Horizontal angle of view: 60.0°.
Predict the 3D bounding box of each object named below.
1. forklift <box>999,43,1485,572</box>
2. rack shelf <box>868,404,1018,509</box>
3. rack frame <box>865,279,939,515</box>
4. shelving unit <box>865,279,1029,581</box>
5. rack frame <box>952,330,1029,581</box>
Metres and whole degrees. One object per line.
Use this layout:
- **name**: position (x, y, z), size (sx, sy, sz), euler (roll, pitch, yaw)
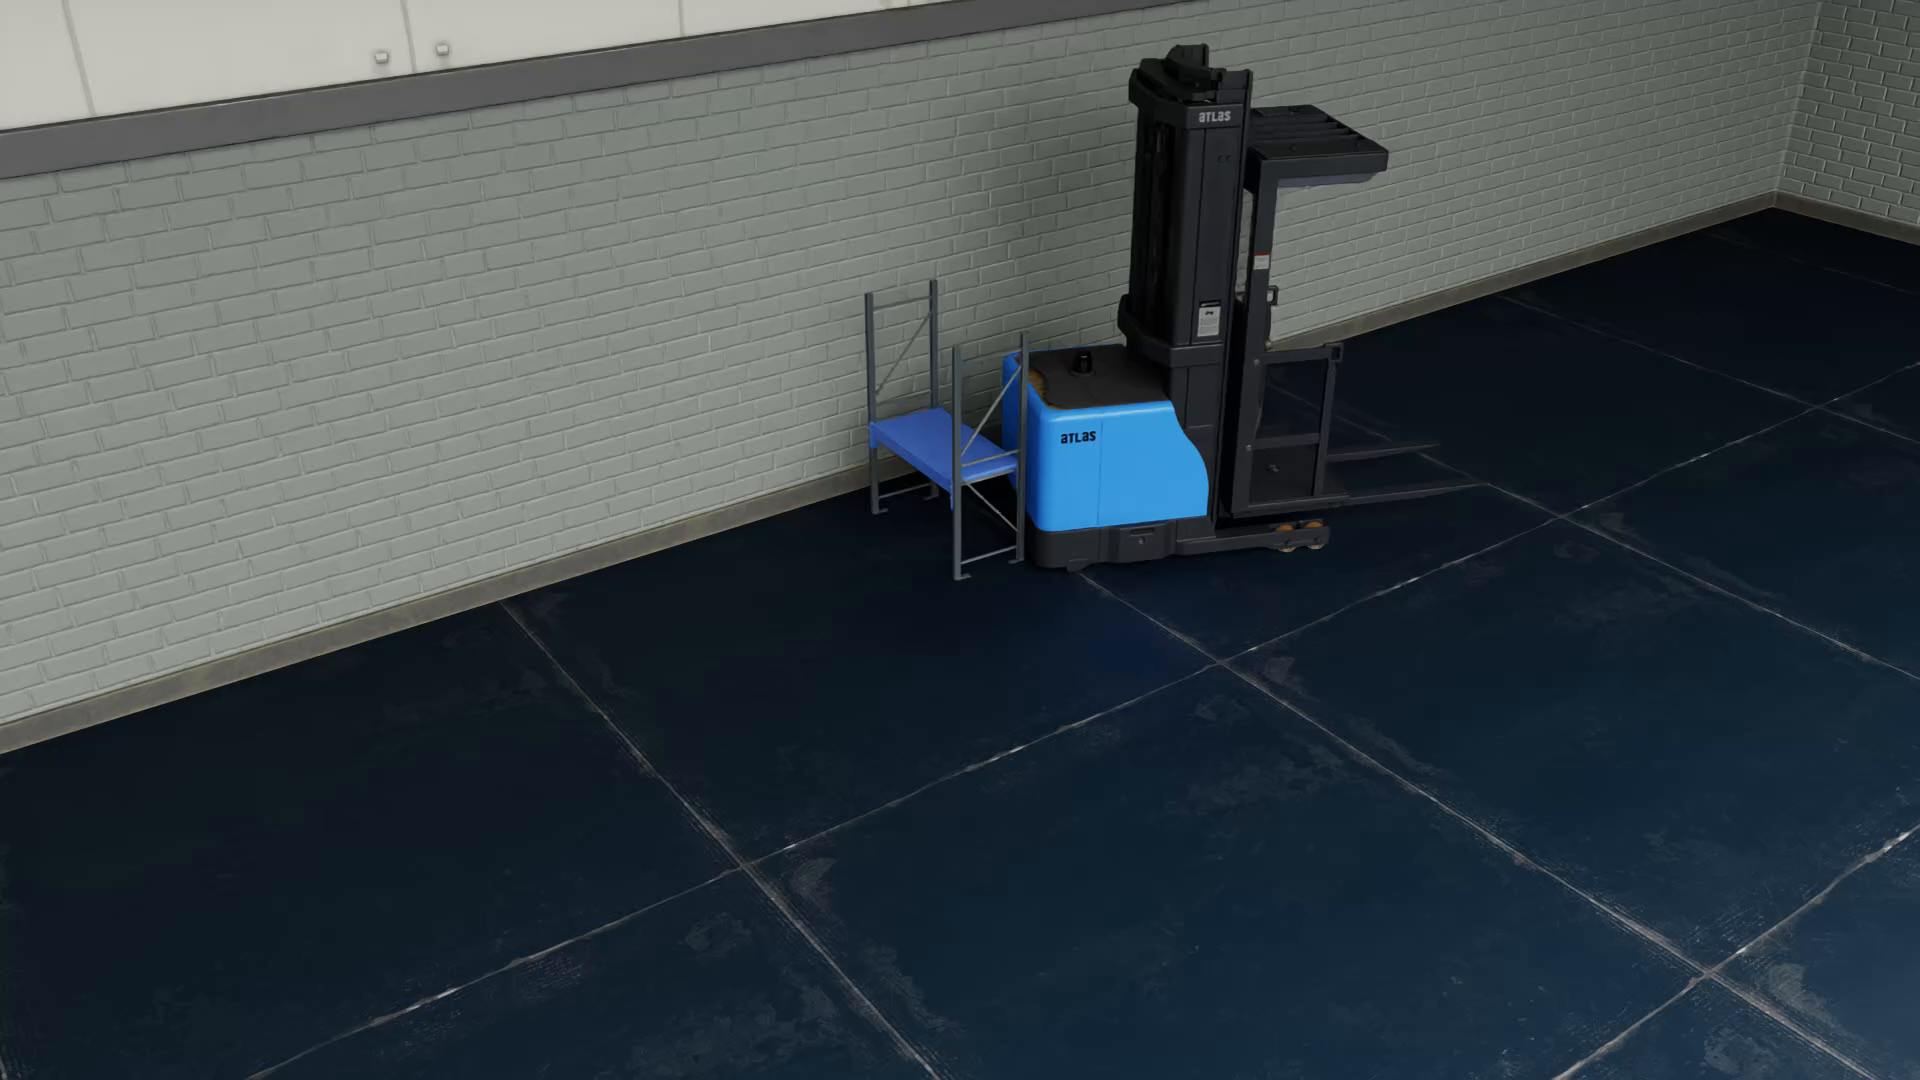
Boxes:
- **forklift**: position (1.824, -1.450, 10.076), size (3.031, 2.935, 1.130), euler (-6, 29, -11)
- **rack shelf**: position (-0.092, -0.528, 10.253), size (0.538, 0.185, 1.000), euler (-16, 33, -27)
- **rack frame**: position (-0.359, -0.892, 10.548), size (0.500, 1.500, 0.032), euler (-16, 33, -27)
- **shelving unit**: position (-0.092, -0.686, 10.168), size (0.538, 1.500, 1.048), euler (-16, 33, -27)
- **rack frame**: position (0.175, -0.479, 9.787), size (0.500, 1.500, 0.032), euler (-16, 33, -27)
